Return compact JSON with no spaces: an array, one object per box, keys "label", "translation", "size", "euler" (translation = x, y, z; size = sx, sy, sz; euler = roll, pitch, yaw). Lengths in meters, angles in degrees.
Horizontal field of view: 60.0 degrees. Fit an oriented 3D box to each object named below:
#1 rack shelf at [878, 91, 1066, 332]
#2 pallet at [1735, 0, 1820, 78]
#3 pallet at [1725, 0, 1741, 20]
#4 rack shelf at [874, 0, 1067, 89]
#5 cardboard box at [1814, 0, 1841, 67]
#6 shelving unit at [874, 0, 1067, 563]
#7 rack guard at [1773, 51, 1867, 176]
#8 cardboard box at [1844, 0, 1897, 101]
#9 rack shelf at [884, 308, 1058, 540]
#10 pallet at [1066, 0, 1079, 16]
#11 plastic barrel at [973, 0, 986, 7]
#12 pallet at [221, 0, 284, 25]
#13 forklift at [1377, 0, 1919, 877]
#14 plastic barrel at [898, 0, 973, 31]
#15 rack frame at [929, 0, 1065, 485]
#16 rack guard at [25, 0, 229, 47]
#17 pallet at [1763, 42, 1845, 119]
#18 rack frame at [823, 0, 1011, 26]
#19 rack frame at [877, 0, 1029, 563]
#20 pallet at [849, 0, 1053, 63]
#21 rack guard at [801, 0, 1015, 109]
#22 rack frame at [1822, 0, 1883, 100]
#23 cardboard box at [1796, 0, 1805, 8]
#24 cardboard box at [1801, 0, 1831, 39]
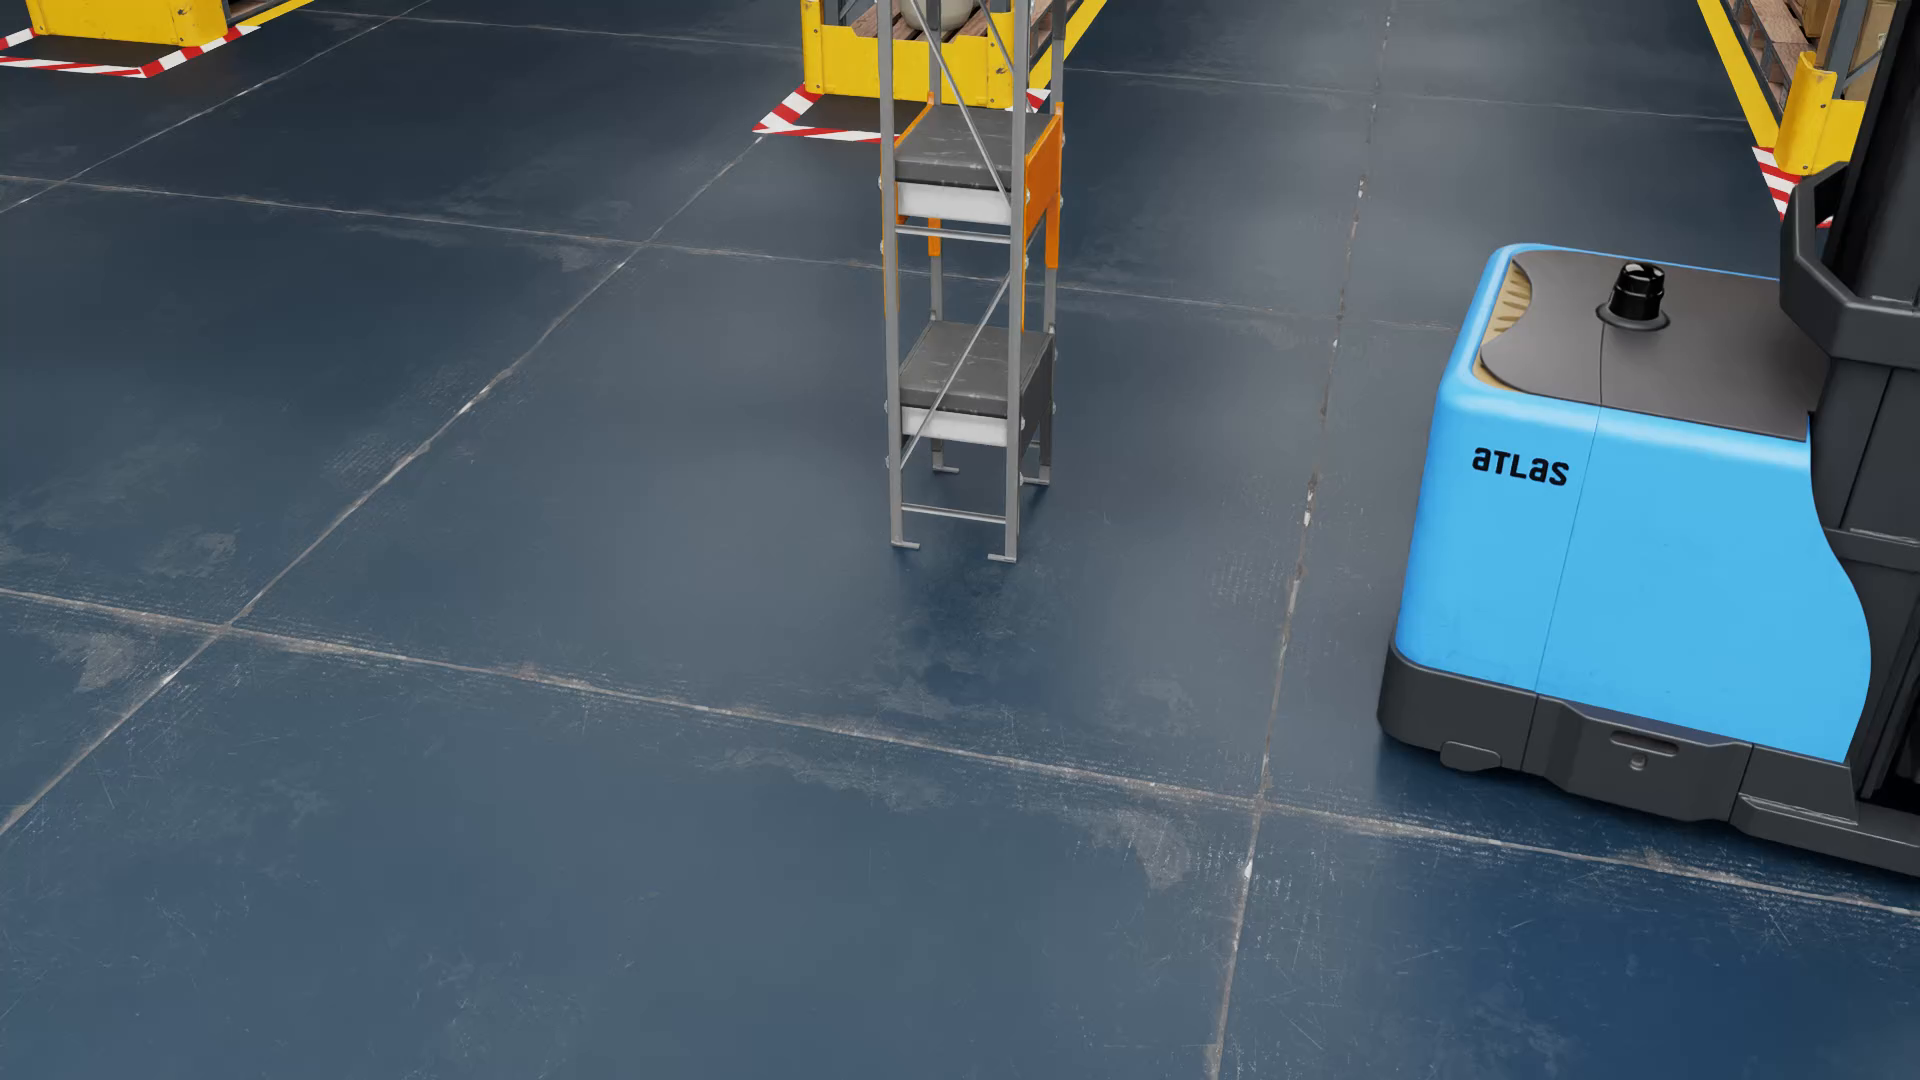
[{"label":"rack shelf","translation":[0.042,-0.960,4.829],"size":[0.431,0.518,0.480],"euler":[8,33,12]},{"label":"pallet","translation":[5.131,-2.917,9.642],"size":[1.003,0.211,1.213],"euler":[8,33,12]},{"label":"pallet","translation":[5.439,-3.552,10.641],"size":[1.003,0.211,1.213],"euler":[8,33,12]},{"label":"rack shelf","translation":[0.042,-1.551,4.454],"size":[0.431,0.518,0.480],"euler":[8,33,12]},{"label":"cardboard box","translation":[4.853,-2.766,8.743],"size":[0.500,0.500,0.500],"euler":[17,36,25]},{"label":"shelving unit","translation":[0.042,-0.972,4.822],"size":[0.431,2.100,0.503],"euler":[8,33,12]},{"label":"rack guard","translation":[4.579,-1.991,7.917],"size":[1.175,0.500,0.348],"euler":[8,33,12]},{"label":"cardboard box","translation":[4.734,-2.451,8.248],"size":[0.500,0.500,0.500],"euler":[14,35,21]},{"label":"rack shelf","translation":[0.042,-0.370,5.205],"size":[0.431,0.518,0.480],"euler":[8,33,12]},{"label":"pallet","translation":[0.266,-3.602,10.720],"size":[1.003,0.211,1.213],"euler":[8,33,12]},{"label":"plastic barrel","translation":[-0.011,-3.421,9.762],"size":[0.421,0.512,0.421],"euler":[0,32,0]},{"label":"pallet","translation":[-4.868,-3.583,10.690],"size":[1.003,0.211,1.213],"euler":[8,33,12]},{"label":"forklift","translation":[2.663,-0.614,3.484],"size":[3.031,2.935,1.130],"euler":[13,35,19]},{"label":"plastic barrel","translation":[-0.138,-3.160,9.353],"size":[0.421,0.512,0.421],"euler":[0,32,0]},{"label":"rack frame","translation":[0.104,-1.099,5.021],"size":[0.400,2.100,0.015],"euler":[8,33,12]},{"label":"rack guard","translation":[-5.027,-3.290,9.959],"size":[1.175,0.500,0.348],"euler":[8,33,12]},{"label":"pallet","translation":[4.819,-2.286,8.650],"size":[1.003,0.211,1.213],"euler":[8,33,12]},{"label":"rack frame","translation":[-0.231,-3.681,8.245],"size":[1.000,3.000,0.127],"euler":[8,33,12]},{"label":"rack frame","translation":[-0.020,-0.845,4.623],"size":[0.400,2.100,0.015],"euler":[8,33,12]},{"label":"pallet","translation":[-0.046,-2.971,9.727],"size":[1.003,0.211,1.213],"euler":[8,33,12]},{"label":"rack guard","translation":[-0.257,-2.672,8.987],"size":[1.175,0.500,0.348],"euler":[8,33,12]},{"label":"rack frame","translation":[4.560,-3.007,7.184],"size":[1.000,3.000,0.127],"euler":[8,33,12]},{"label":"cardboard box","translation":[5.215,-3.372,9.696],"size":[0.500,0.500,0.500],"euler":[5,33,8]},{"label":"cardboard box","translation":[5.030,-3.088,9.250],"size":[0.500,0.500,0.500],"euler":[11,34,17]}]
